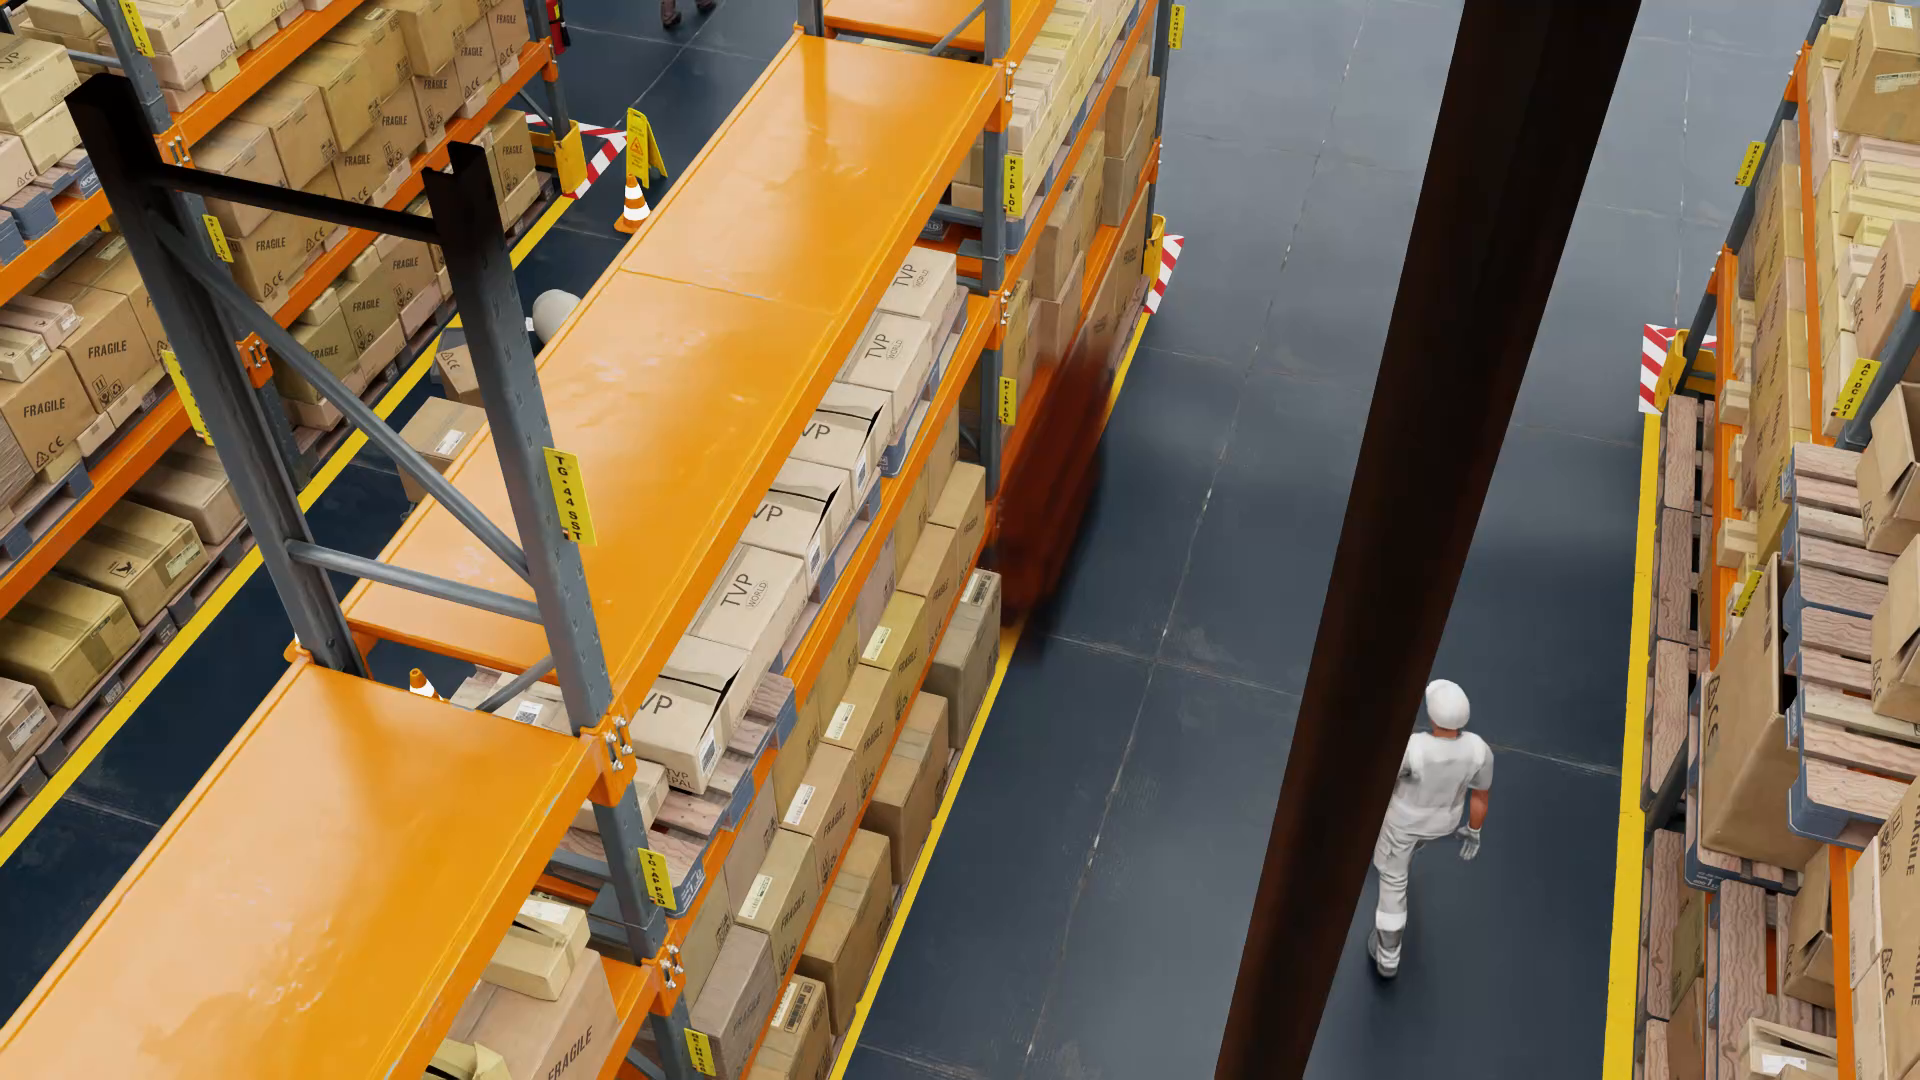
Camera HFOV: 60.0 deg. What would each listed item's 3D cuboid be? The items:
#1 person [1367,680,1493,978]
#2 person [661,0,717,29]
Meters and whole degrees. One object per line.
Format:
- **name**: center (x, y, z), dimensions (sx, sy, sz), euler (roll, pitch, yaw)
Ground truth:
- **person**: center (2.342, 1.373, 8.559), dimensions (0.636, 1.738, 1.093), euler (3, 46, 3)
- **person**: center (-2.586, -5.573, 15.543), dimensions (0.564, 1.556, 0.766), euler (17, 48, 16)
